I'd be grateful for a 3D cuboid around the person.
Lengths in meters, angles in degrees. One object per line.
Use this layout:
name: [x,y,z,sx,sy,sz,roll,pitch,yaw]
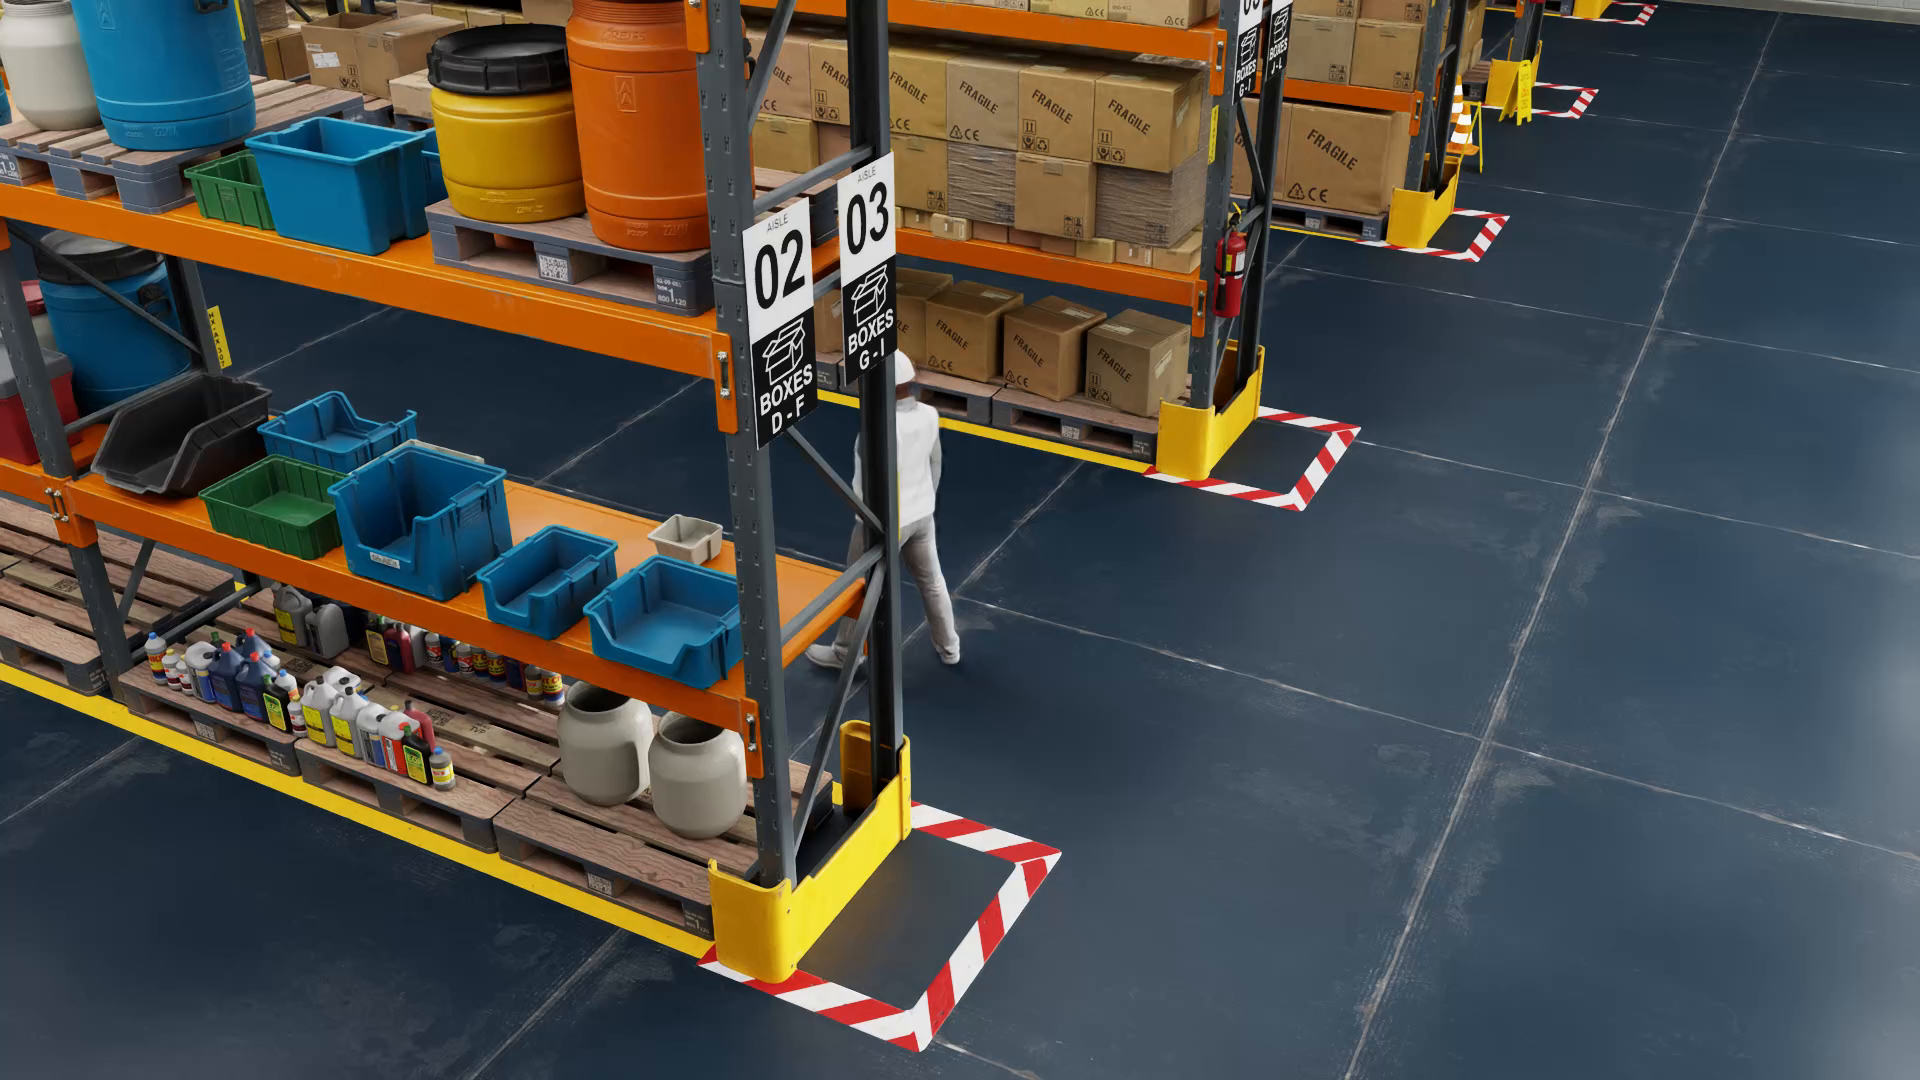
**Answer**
person: [-0.373,-0.128,8.461,0.643,1.753,0.711,24,37,35]
